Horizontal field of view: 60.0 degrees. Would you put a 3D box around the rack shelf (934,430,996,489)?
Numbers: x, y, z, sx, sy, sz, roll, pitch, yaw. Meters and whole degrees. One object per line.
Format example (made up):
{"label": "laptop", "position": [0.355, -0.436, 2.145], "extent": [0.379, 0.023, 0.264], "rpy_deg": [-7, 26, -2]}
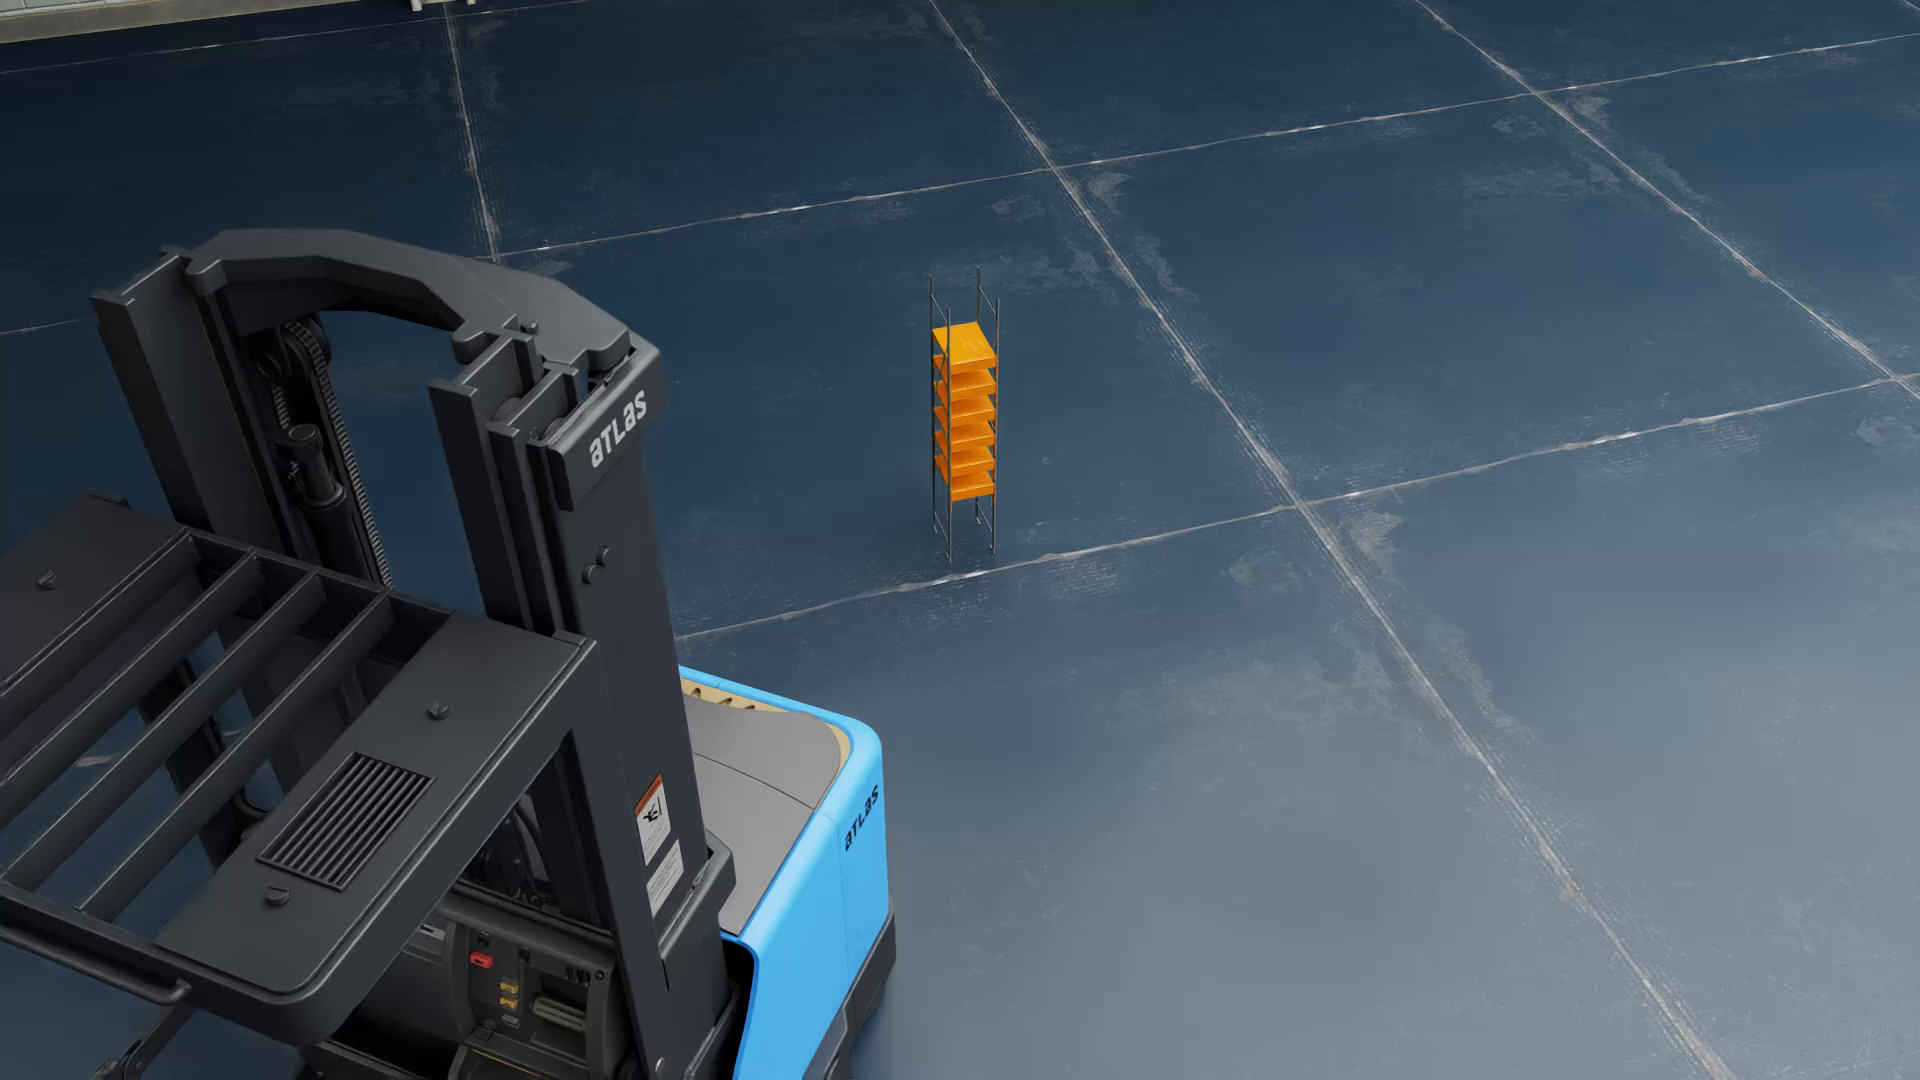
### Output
{"label": "rack shelf", "position": [0.014, -0.331, 6.467], "extent": [0.180, 0.103, 0.258], "rpy_deg": [-12, 42, -13]}

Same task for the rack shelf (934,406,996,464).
{"label": "rack shelf", "position": [0.014, -0.421, 6.388], "extent": [0.180, 0.103, 0.258], "rpy_deg": [-12, 42, -13]}

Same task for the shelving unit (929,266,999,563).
{"label": "shelving unit", "position": [0.014, -0.455, 6.359], "extent": [0.189, 1.200, 0.258], "rpy_deg": [-12, 42, -13]}

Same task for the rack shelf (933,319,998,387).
{"label": "rack shelf", "position": [0.014, -0.692, 6.151], "extent": [0.180, 0.103, 0.258], "rpy_deg": [-12, 42, -13]}

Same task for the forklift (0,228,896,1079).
{"label": "forklift", "position": [-1.222, 0.993, 3.385], "extent": [1.130, 2.935, 3.031], "rpy_deg": [15, 43, 16]}

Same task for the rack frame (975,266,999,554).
{"label": "rack frame", "position": [0.101, -0.473, 6.379], "extent": [0.006, 1.200, 0.240], "rpy_deg": [-12, 42, -13]}

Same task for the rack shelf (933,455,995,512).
{"label": "rack shelf", "position": [0.014, -0.241, 6.546], "extent": [0.180, 0.103, 0.258], "rpy_deg": [-12, 42, -13]}

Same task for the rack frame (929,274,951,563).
{"label": "rack frame", "position": [-0.073, -0.437, 6.338], "extent": [0.006, 1.200, 0.240], "rpy_deg": [-12, 42, -13]}

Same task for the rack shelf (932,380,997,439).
{"label": "rack shelf", "position": [0.014, -0.512, 6.309], "extent": [0.180, 0.103, 0.258], "rpy_deg": [-12, 42, -13]}

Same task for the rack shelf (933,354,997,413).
{"label": "rack shelf", "position": [0.014, -0.602, 6.230], "extent": [0.180, 0.103, 0.258], "rpy_deg": [-12, 42, -13]}
